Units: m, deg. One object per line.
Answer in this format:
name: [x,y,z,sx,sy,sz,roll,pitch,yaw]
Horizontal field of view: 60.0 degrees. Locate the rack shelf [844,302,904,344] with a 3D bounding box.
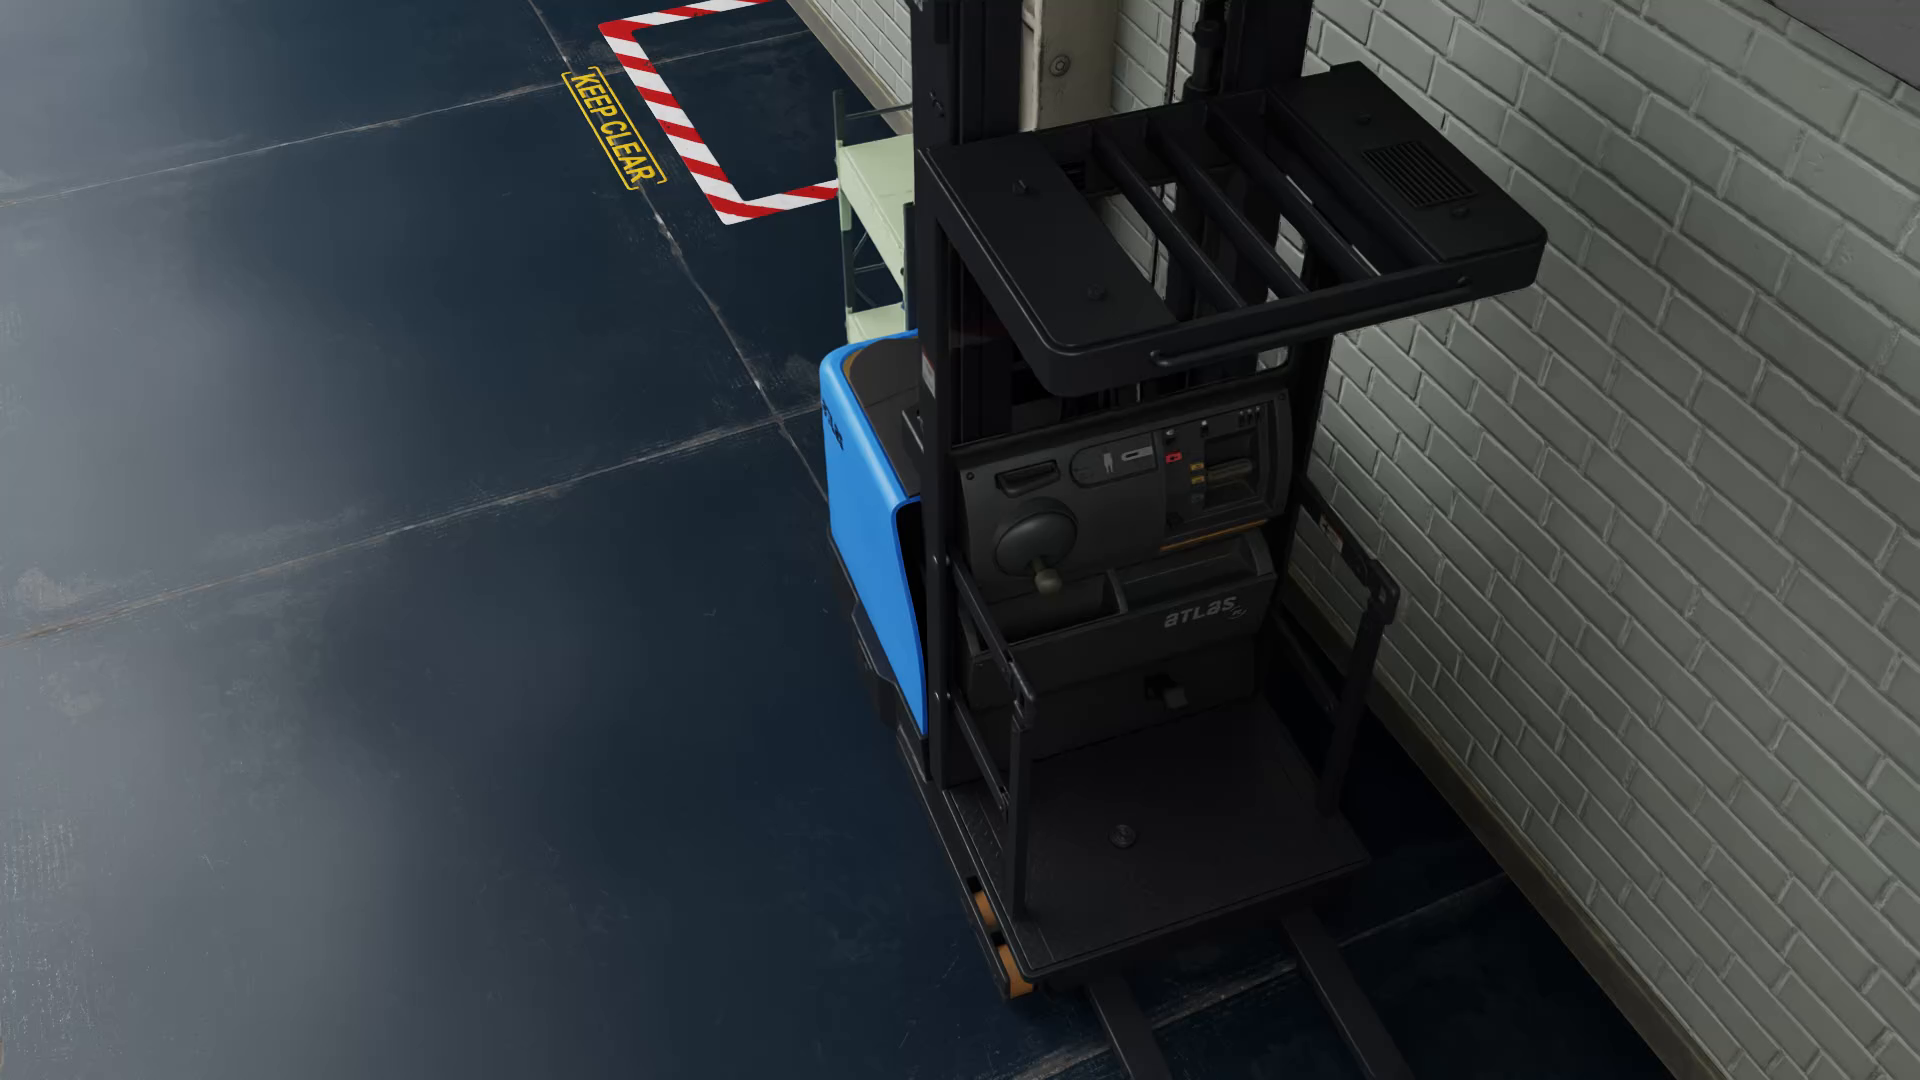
rack shelf: [-0.114,-0.564,6.218,0.431,0.370,0.720,-15,46,-14]

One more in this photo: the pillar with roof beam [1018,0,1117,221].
pillar with roof beam: [-3.567,-2.769,2.649,9.100,9.000,0.400,-18,47,-17]

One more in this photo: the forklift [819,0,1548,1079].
forklift: [0.522,-0.039,4.202,1.130,2.935,3.031,-15,46,-14]

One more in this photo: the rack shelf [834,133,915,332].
rack shelf: [-0.114,-1.074,5.715,0.431,0.370,0.720,-15,46,-14]

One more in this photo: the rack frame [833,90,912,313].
rack frame: [-0.242,-1.037,6.233,0.400,1.500,0.023,-15,46,-14]

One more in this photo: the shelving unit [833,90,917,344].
shelving unit: [-0.114,-0.796,5.989,0.431,1.500,0.755,-15,46,-14]

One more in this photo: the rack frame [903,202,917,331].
rack frame: [0.014,-0.555,5.745,0.400,1.500,0.023,-15,46,-14]
